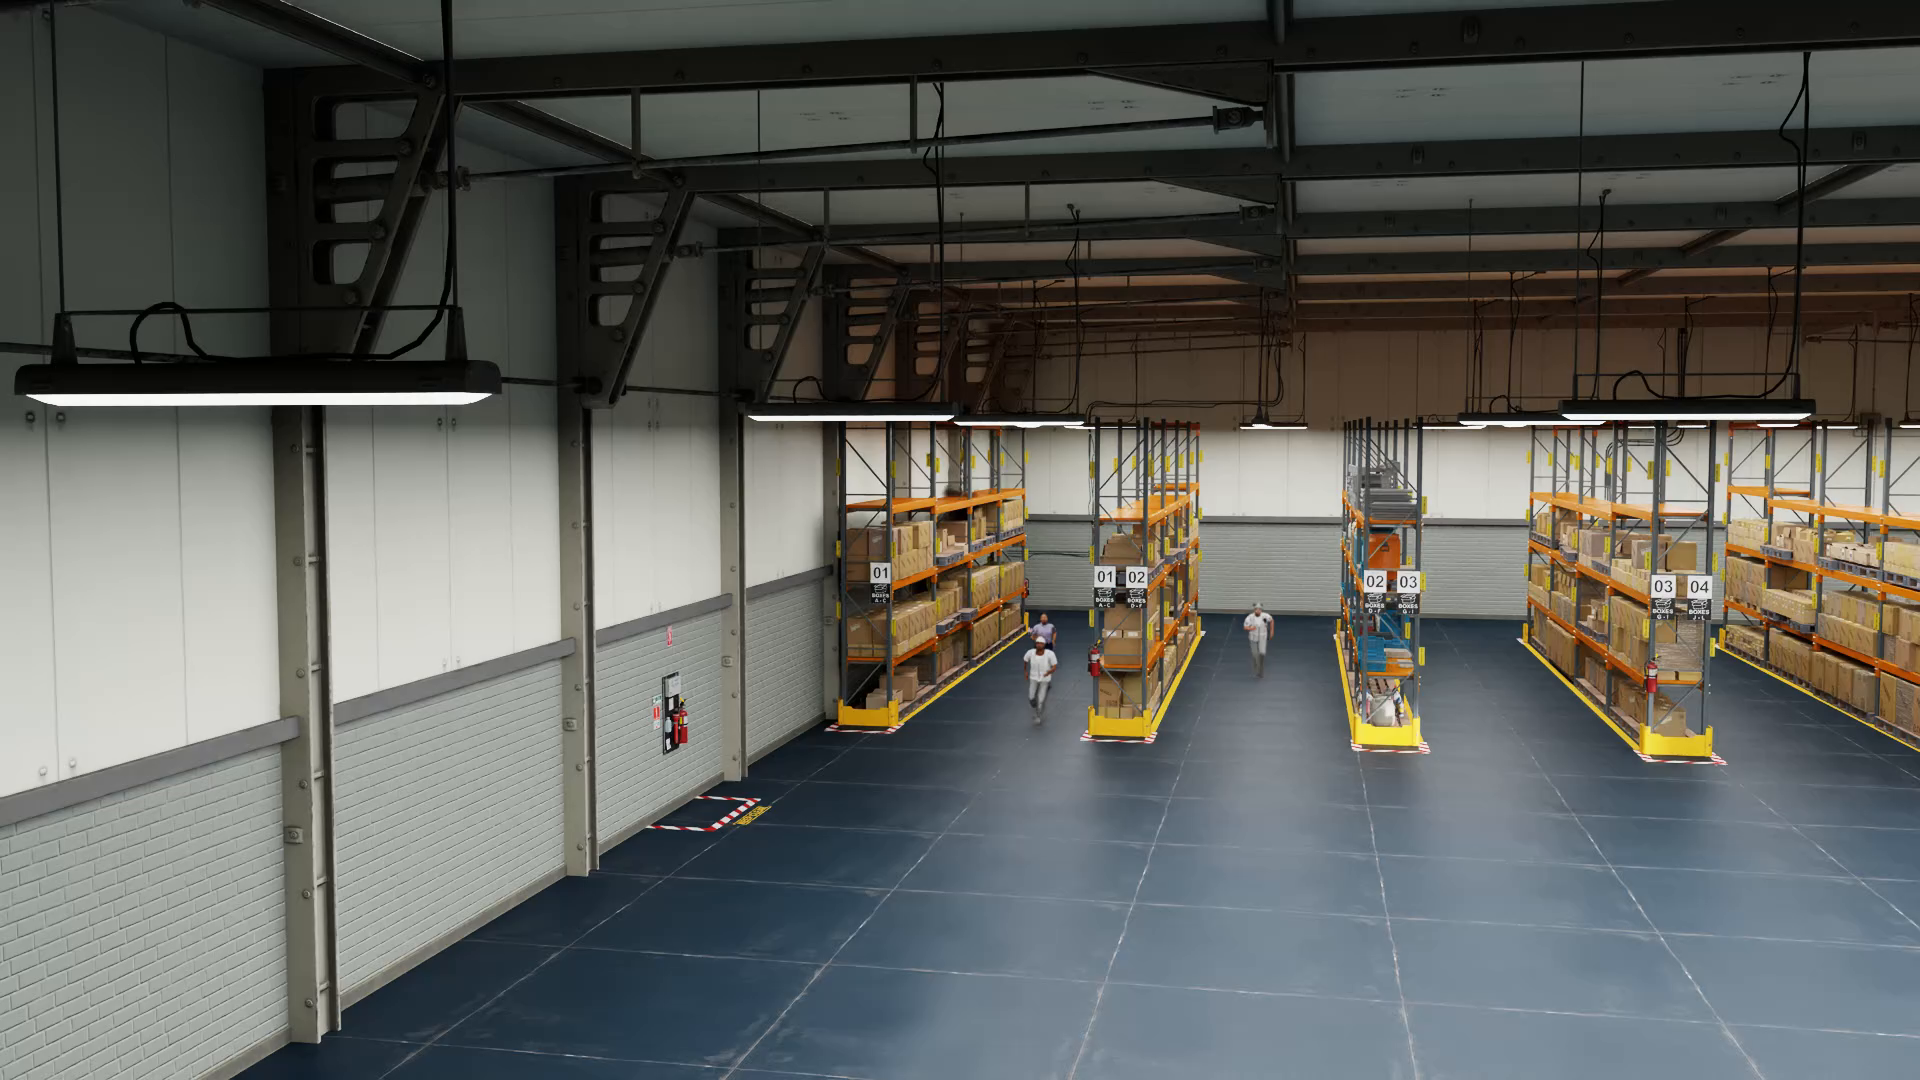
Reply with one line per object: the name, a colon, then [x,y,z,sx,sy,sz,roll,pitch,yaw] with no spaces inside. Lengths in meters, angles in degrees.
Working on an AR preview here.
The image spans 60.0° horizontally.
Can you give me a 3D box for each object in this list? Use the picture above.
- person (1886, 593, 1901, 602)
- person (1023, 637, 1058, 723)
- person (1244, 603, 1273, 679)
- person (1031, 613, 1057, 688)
person: [24.997,1.972,44.612,0.641,1.725,0.686,1,4,19]
person: [1.554,2.745,32.586,0.705,1.716,0.564,1,4,10]
person: [6.957,2.336,38.736,0.690,1.798,0.848,1,4,8]
person: [1.896,2.467,37.505,0.608,1.643,0.903,0,4,-2]
